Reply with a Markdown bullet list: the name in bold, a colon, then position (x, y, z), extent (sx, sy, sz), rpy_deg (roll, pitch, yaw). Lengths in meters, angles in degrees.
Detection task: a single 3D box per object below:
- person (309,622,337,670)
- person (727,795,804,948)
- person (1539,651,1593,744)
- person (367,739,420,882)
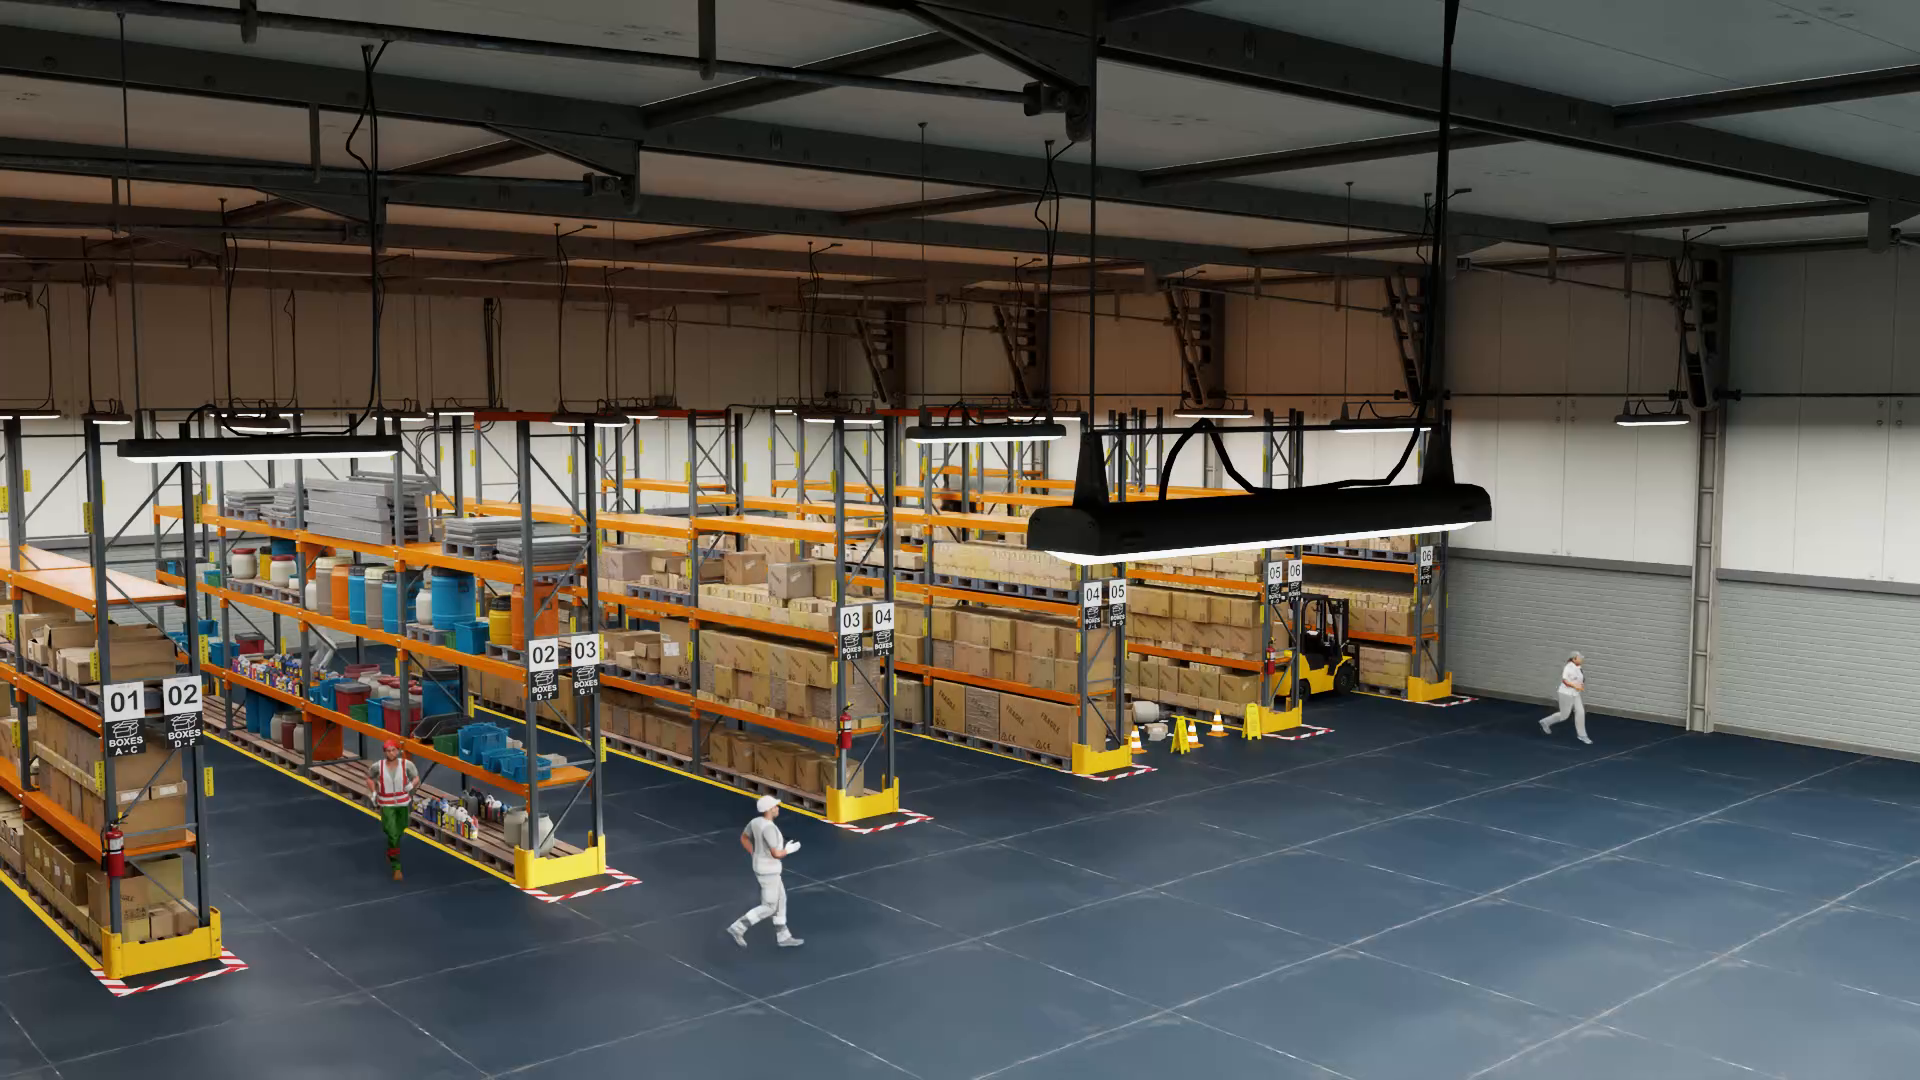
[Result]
- **person**: position (-14.390, 2.201, 37.469), extent (0.717, 1.626, 0.554), rpy_deg (-1, 5, -15)
- **person**: position (-2.211, 3.771, 18.845), extent (0.908, 1.770, 0.656), rpy_deg (-2, 5, -21)
- **person**: position (11.100, 2.849, 30.359), extent (0.970, 1.669, 0.628), rpy_deg (4, 6, 37)
- **person**: position (-7.437, 3.508, 21.912), extent (0.634, 1.803, 0.897), rpy_deg (-3, 6, -30)
